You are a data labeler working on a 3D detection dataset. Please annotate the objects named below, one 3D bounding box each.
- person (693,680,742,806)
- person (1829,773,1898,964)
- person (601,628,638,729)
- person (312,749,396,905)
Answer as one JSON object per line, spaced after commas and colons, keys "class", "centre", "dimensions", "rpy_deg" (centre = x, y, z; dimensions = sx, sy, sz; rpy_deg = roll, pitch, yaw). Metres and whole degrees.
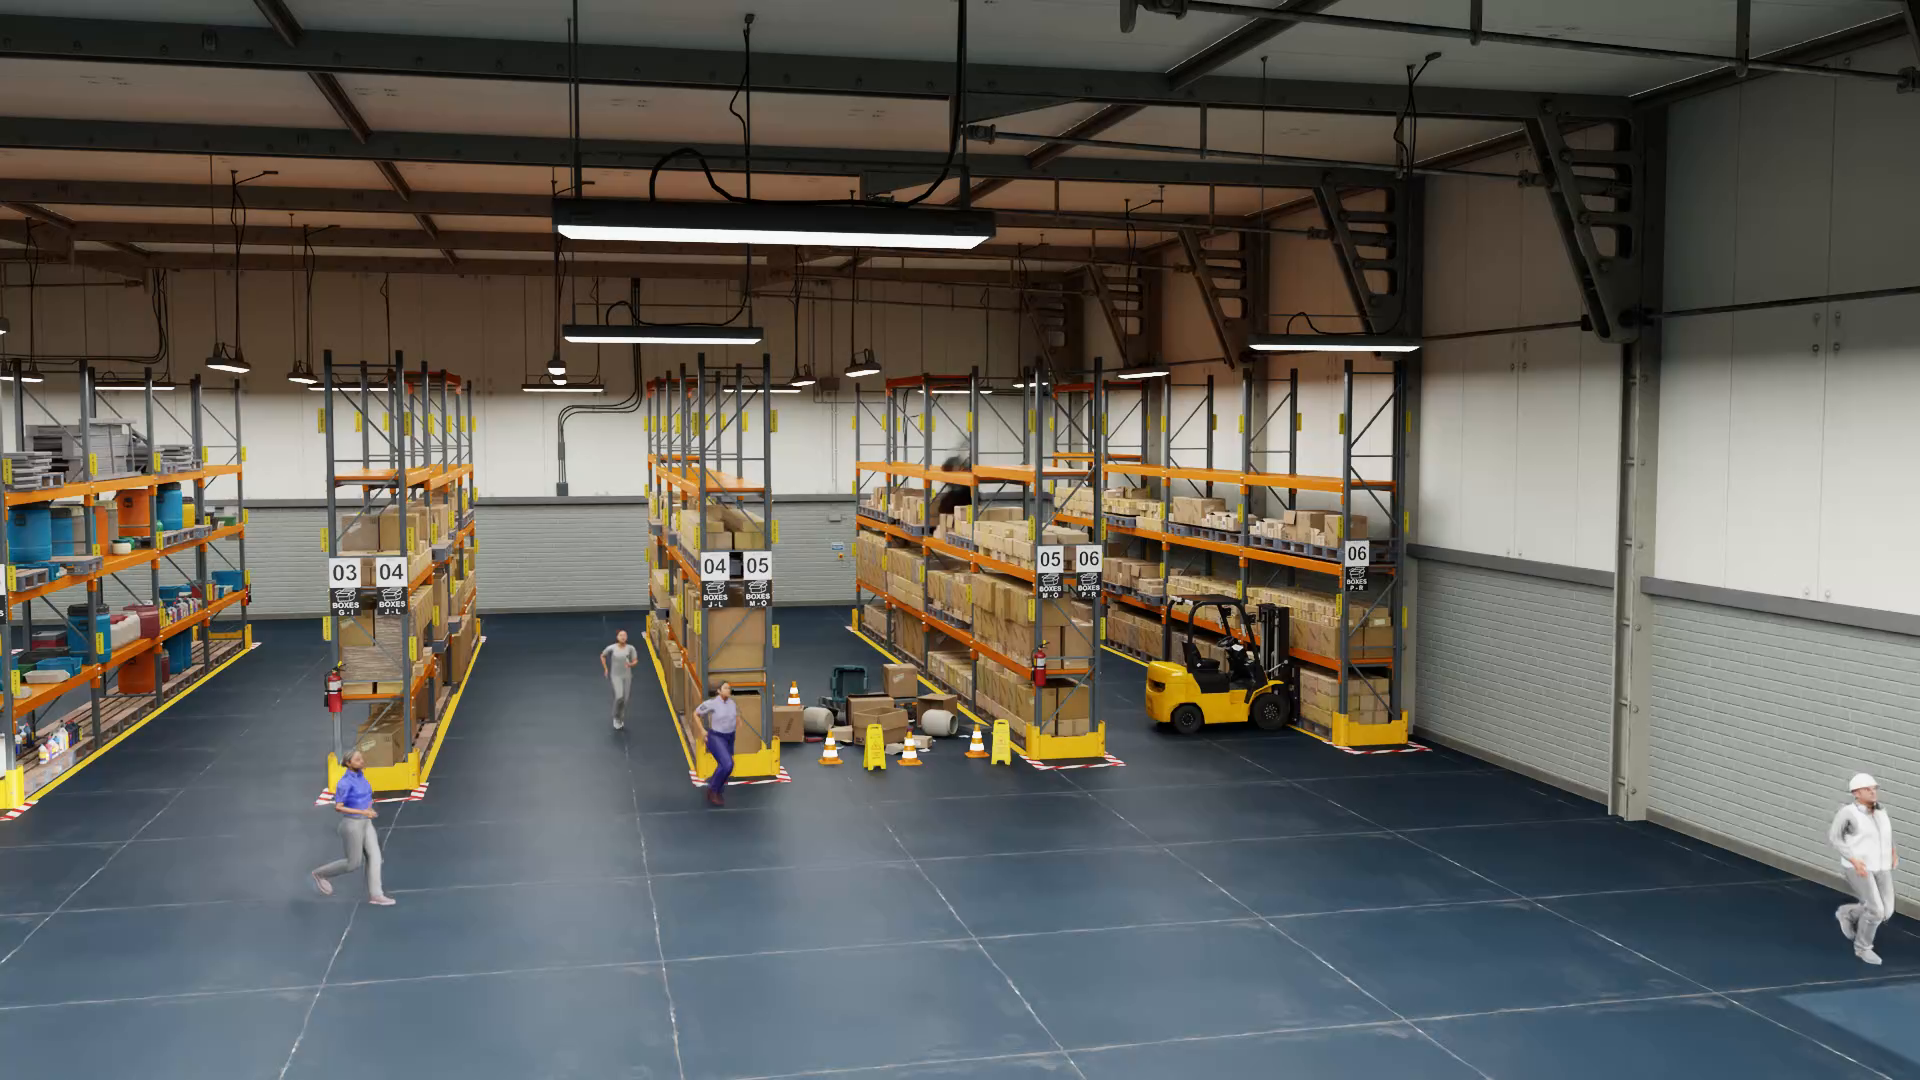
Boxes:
{"class": "person", "centre": [-3.113, 2.670, 21.899], "dimensions": [0.623, 1.643, 0.596], "rpy_deg": [3, 5, 35]}
{"class": "person", "centre": [8.482, 3.055, 15.644], "dimensions": [0.660, 1.746, 0.578], "rpy_deg": [-1, 4, -16]}
{"class": "person", "centre": [-5.546, 2.271, 27.227], "dimensions": [0.552, 1.632, 0.613], "rpy_deg": [-2, 4, -27]}
{"class": "person", "centre": [-6.281, 2.974, 17.257], "dimensions": [0.887, 1.632, 0.581], "rpy_deg": [1, 4, 9]}
